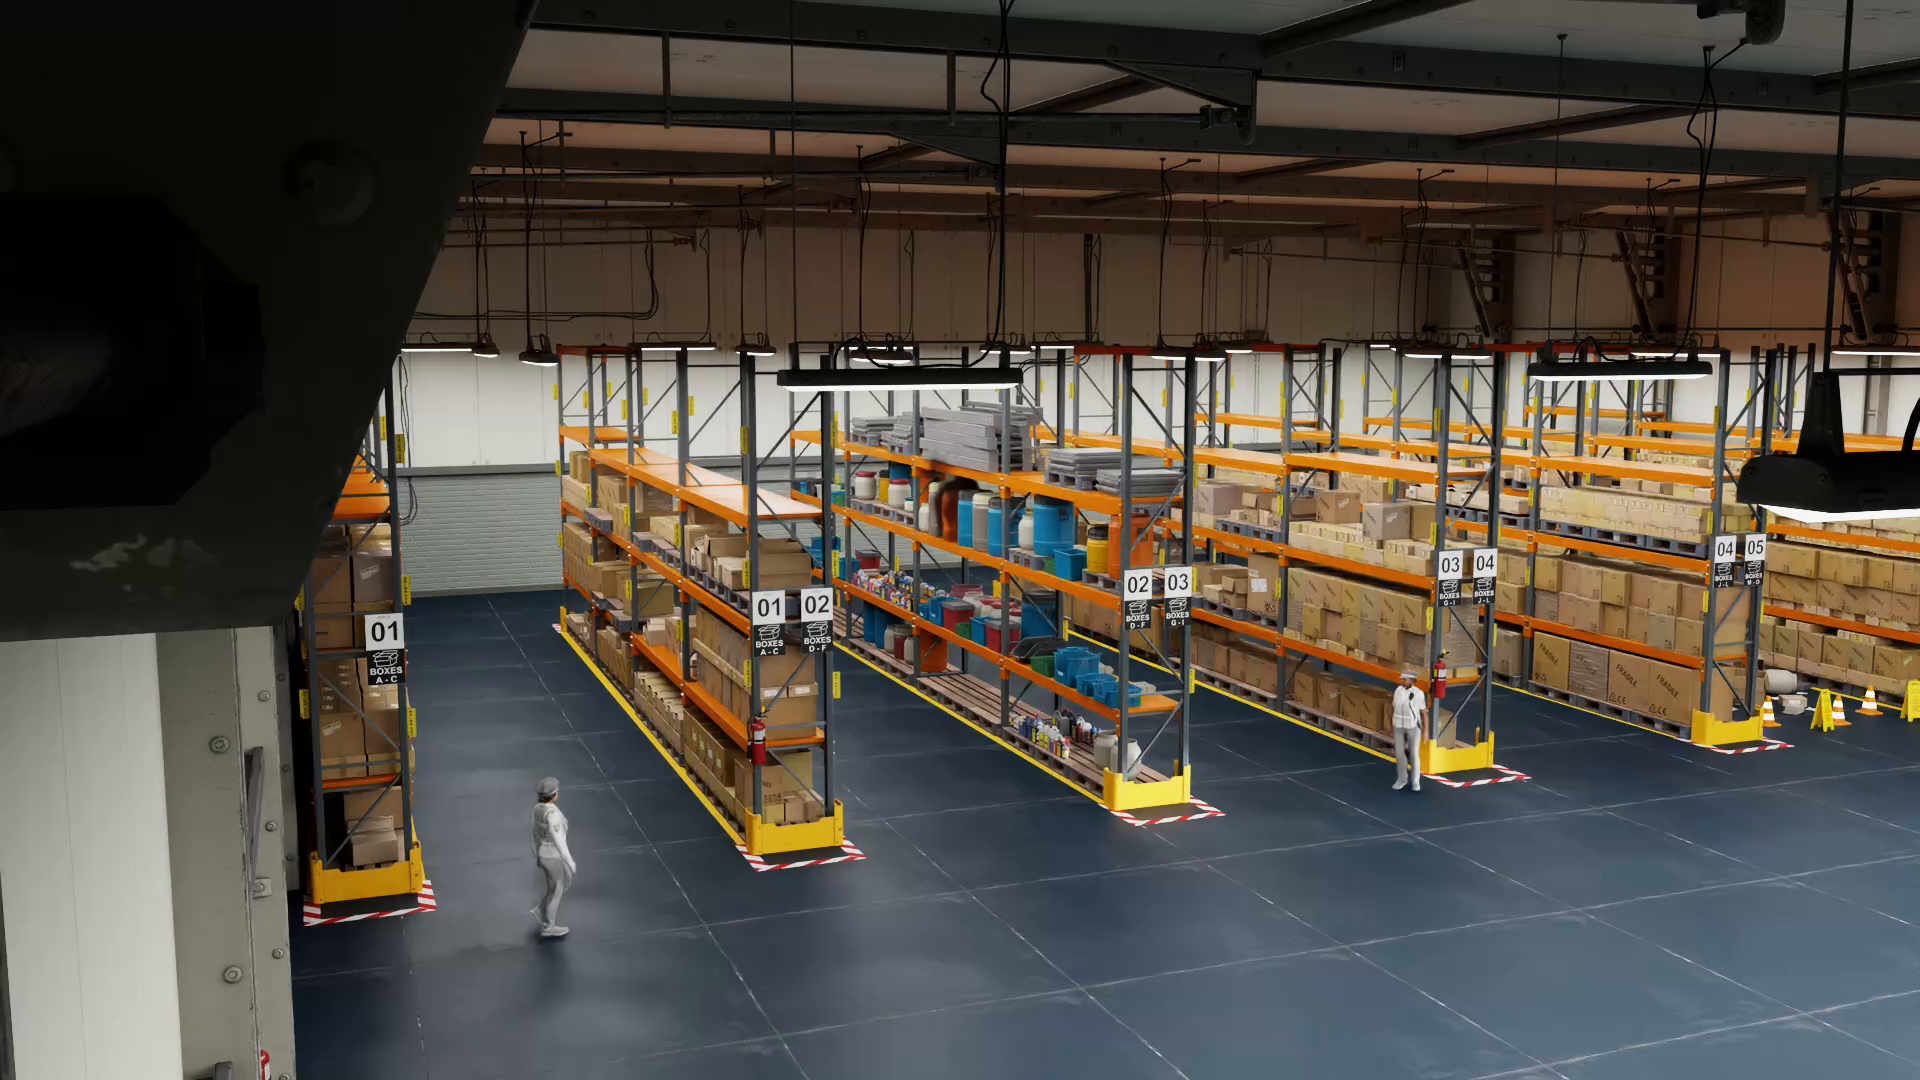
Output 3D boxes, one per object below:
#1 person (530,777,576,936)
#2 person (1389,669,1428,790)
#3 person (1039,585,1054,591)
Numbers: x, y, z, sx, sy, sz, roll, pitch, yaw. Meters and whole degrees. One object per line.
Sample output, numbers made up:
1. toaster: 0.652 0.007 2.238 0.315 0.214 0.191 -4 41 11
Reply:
1. person: -4.228 3.292 17.282 0.434 1.676 0.459 -2 8 -19
2. person: 6.176 2.612 22.877 0.560 1.723 0.382 5 9 37
3. person: 1.641 1.481 31.731 0.480 1.600 0.982 -3 8 -22
